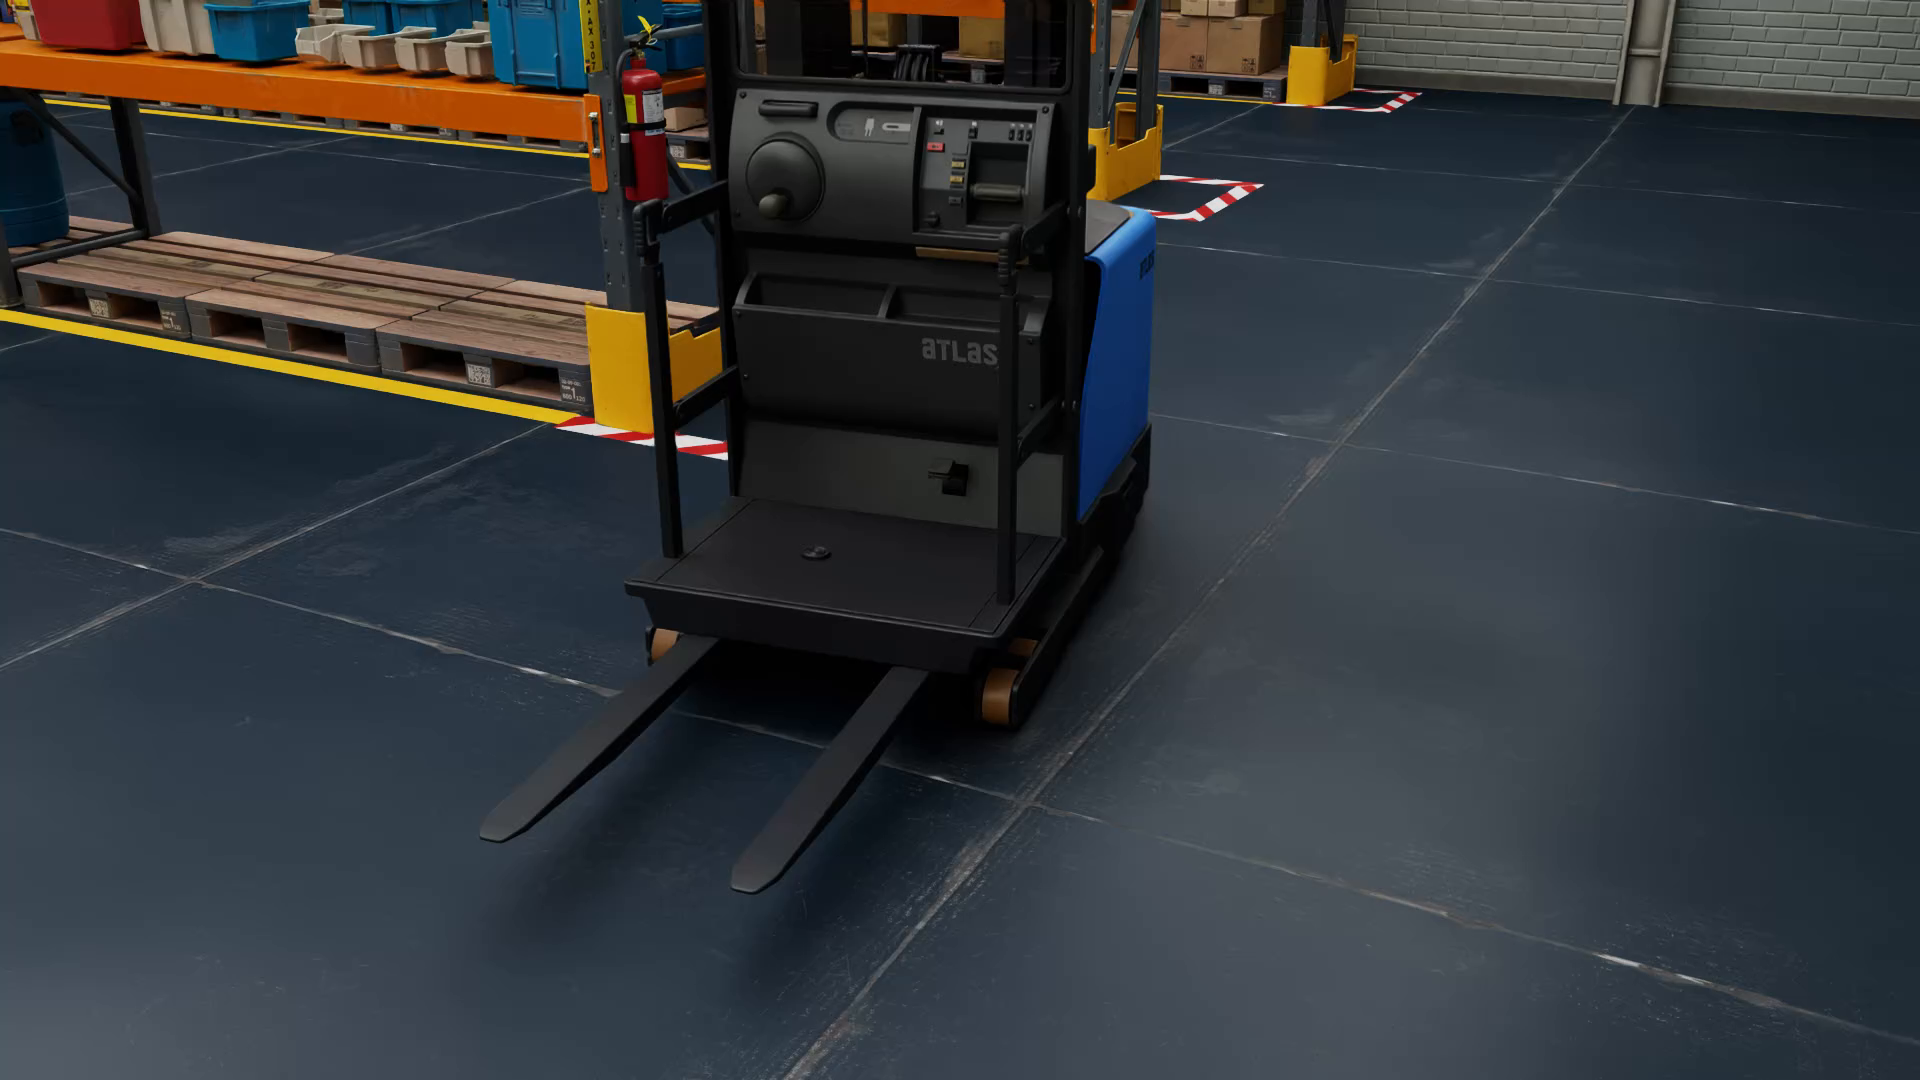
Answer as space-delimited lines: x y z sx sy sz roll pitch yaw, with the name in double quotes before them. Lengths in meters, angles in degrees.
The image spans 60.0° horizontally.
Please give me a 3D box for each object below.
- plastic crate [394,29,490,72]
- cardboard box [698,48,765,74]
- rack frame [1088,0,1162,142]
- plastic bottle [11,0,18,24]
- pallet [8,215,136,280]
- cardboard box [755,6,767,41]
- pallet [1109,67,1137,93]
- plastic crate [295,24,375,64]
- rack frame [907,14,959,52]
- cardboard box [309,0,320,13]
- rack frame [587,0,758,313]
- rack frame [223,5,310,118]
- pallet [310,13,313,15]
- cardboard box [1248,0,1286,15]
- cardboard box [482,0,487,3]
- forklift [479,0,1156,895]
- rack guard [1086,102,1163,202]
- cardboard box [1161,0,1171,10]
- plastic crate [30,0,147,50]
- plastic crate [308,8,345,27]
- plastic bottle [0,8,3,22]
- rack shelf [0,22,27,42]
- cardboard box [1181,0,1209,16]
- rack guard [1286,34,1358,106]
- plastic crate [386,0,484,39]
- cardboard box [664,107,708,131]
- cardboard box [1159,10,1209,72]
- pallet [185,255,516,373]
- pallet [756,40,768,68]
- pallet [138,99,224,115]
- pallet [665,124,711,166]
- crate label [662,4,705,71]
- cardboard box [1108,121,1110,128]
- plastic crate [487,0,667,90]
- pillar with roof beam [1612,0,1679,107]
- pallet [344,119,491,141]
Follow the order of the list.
"plastic crate" -2.210 -2.081 7.071 0.243 0.136 0.396 11 25 25
"cardboard box" -1.844 -3.524 12.836 0.500 0.500 0.500 11 25 25
"rack frame" 1.090 -3.767 10.776 0.127 3.000 1.000 11 25 25
"plastic bottle" -5.083 -2.904 9.000 0.097 0.201 0.097 0 23 0
"pallet" -5.388 -1.612 9.270 1.213 0.211 1.003 11 25 25
"cardboard box" -1.682 -5.634 17.374 0.750 0.750 0.750 12 26 26
"pallet" 1.488 -4.544 16.166 1.213 0.211 1.003 11 25 25
"plastic crate" -2.742 -2.168 7.274 0.250 0.136 0.298 11 25 25
"rack frame" -0.248 -6.204 16.506 0.127 3.000 1.000 11 25 25
"cardboard box" -7.879 -6.600 20.494 0.250 0.166 0.380 8 24 18
"rack frame" -1.149 -2.038 6.709 0.127 3.000 1.000 11 25 25
"rack frame" -6.050 -5.180 14.097 0.127 3.000 1.000 11 25 25
"pallet" -8.003 -6.440 20.623 1.213 0.211 1.003 11 25 25
"cardboard box" 2.853 -4.976 15.446 0.250 0.149 0.380 11 26 25
"cardboard box" -4.142 -4.306 13.717 0.500 0.250 0.500 11 25 24
"forklift" -0.264 -1.013 4.387 1.130 2.935 3.031 7 24 17
"rack guard" 1.022 -2.630 11.296 0.348 0.500 1.175 11 25 25
"cardboard box" 1.951 -5.154 15.865 0.250 0.149 0.380 12 26 25
"plastic crate" -4.035 -2.556 7.769 0.583 0.464 0.402 11 25 25
"plastic crate" -3.029 -2.448 7.934 0.466 0.136 0.293 11 25 25
"plastic bottle" -5.286 -2.967 9.051 0.135 0.276 0.152 11 25 25
"rack shelf" -6.503 -2.766 9.341 4.000 0.370 1.077 11 25 25
"cardboard box" 2.226 -4.932 15.343 0.250 0.149 0.380 12 26 26
"rack guard" 3.343 -4.343 15.324 0.348 0.500 1.175 11 25 25
"plastic crate" -2.395 -2.380 7.650 0.300 0.233 0.416 11 25 25
"cardboard box" -2.203 -3.289 12.525 0.500 0.311 0.500 11 25 25
"cardboard box" 2.205 -4.718 15.668 0.500 0.500 0.700 11 25 24
"pallet" -2.952 -1.130 8.137 1.213 0.211 1.003 11 25 25
"pallet" -2.064 -5.246 17.816 1.213 0.211 1.003 11 25 25
"pallet" -6.767 -4.056 15.017 1.213 0.211 1.003 11 25 25
"pallet" -1.868 -3.069 12.696 1.213 0.211 1.003 11 25 25
"crate label" -1.220 -2.147 7.103 0.303 0.233 0.416 11 25 25
"cardboard box" 0.871 -2.852 11.703 0.250 0.149 0.380 11 25 25
"plastic crate" -1.532 -2.076 6.676 0.499 0.435 0.616 11 25 25
"pillar with roof beam" 4.179 -6.581 9.725 0.400 9.000 9.100 11 25 25
"pallet" -4.316 -3.536 13.794 1.213 0.211 1.003 11 25 25
